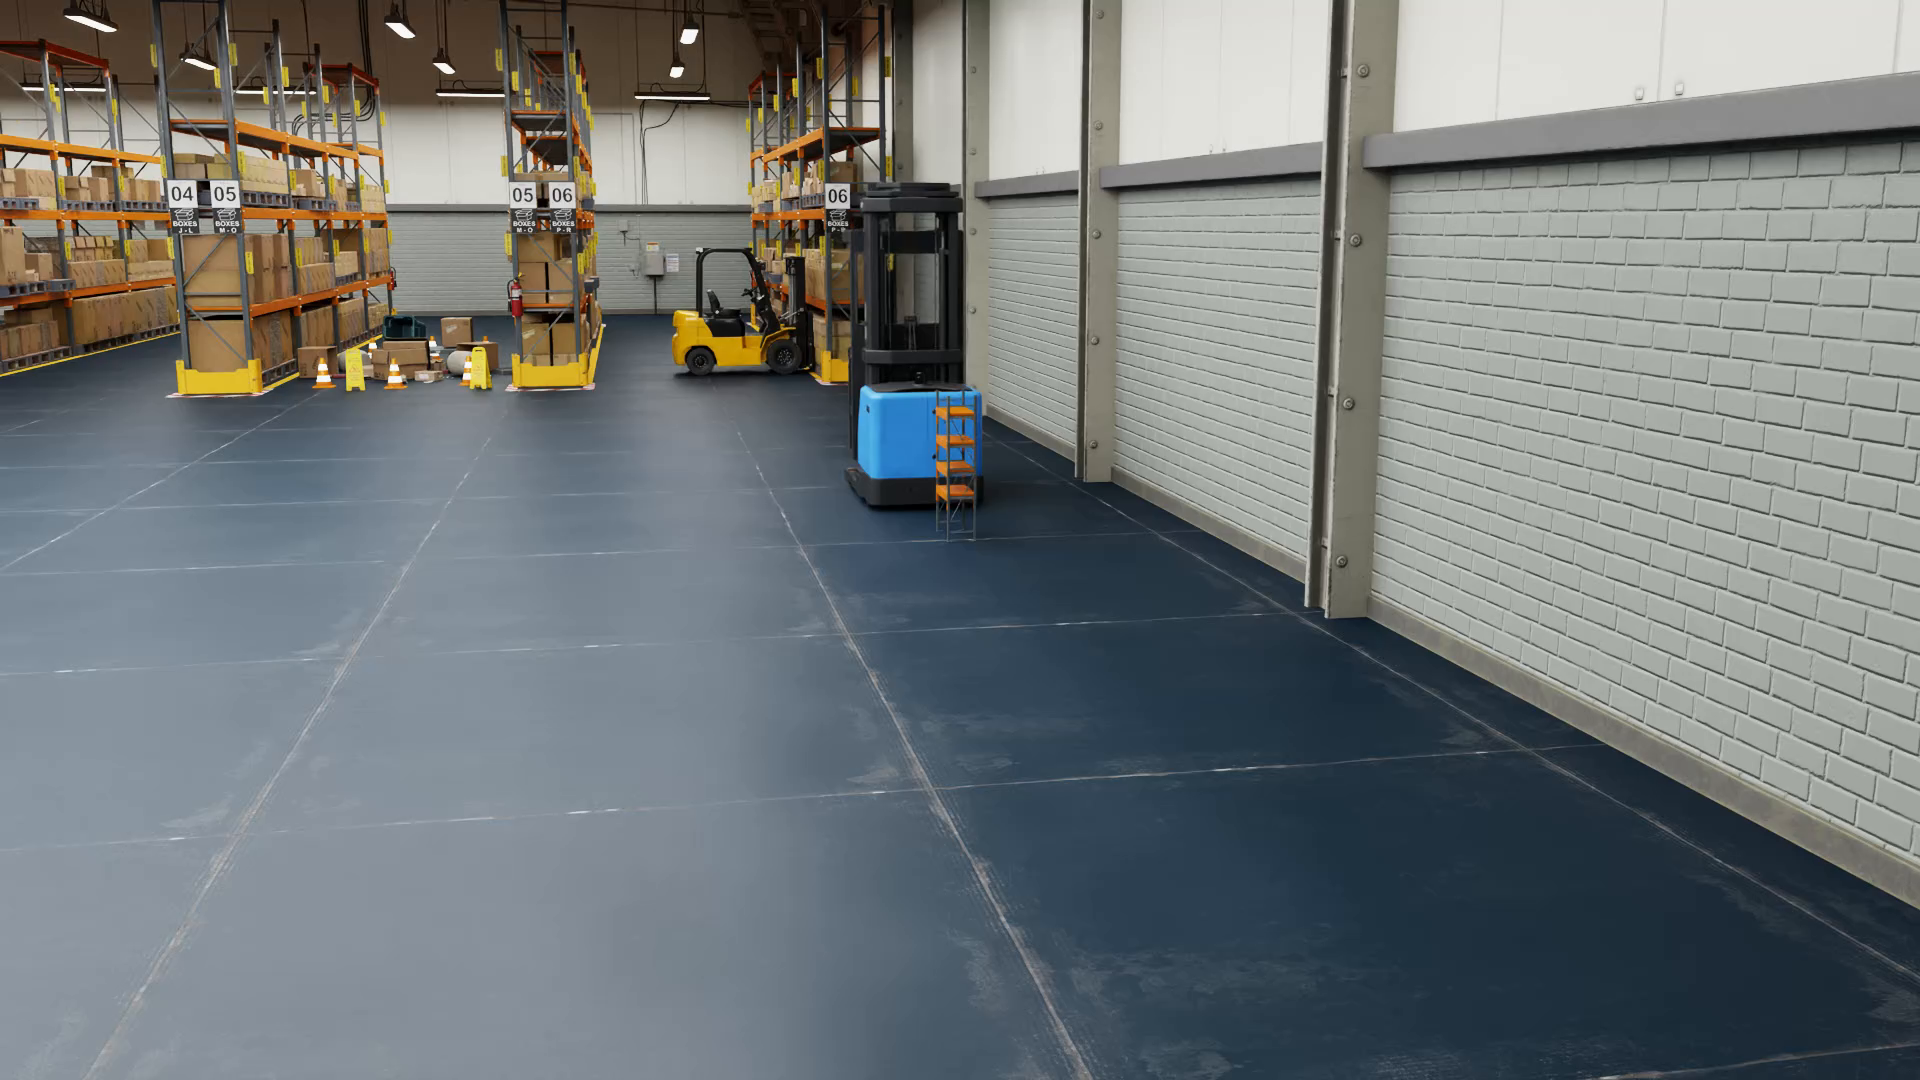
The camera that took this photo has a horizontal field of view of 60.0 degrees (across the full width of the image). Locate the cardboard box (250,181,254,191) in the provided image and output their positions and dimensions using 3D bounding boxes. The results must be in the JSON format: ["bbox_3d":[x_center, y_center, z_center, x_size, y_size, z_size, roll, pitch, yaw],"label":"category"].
[{"bbox_3d":[-11.265,-5.531,25.992,0.380,0.149,0.250,-2,11,-11],"label":"cardboard box"}]

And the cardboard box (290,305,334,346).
[{"bbox_3d":[-12.940,-4.212,32.695,1.050,0.750,0.750,-2,11,-12],"label":"cardboard box"}]

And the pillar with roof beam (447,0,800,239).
[{"bbox_3d":[-8.685,-10.390,44.219,9.100,9.000,0.548,-2,11,-11],"label":"pillar with roof beam"}]

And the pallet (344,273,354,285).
[{"bbox_3d":[-13.396,-5.493,35.045,1.003,0.211,1.213,-2,11,-11],"label":"pallet"}]

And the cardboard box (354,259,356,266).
[{"bbox_3d":[-13.425,-6.074,36.339,0.380,0.149,0.250,-2,11,-11],"label":"cardboard box"}]

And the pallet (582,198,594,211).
[{"bbox_3d":[-7.372,-6.189,30.669,1.213,0.211,1.003,-2,11,-11],"label":"pallet"}]

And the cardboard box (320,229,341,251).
[{"bbox_3d":[-14.105,-6.722,37.253,0.500,0.500,0.500,-3,11,-13],"label":"cardboard box"}]

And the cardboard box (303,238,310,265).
[{"bbox_3d":[-12.592,-5.402,31.117,0.700,0.500,0.500,-2,11,-12],"label":"cardboard box"}]

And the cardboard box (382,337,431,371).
[{"bbox_3d":[-9.594,-3.198,28.791,0.797,0.637,0.503,-2,11,-11],"label":"cardboard box"}]

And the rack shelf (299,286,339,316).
[{"bbox_3d":[-12.581,-4.505,31.268,1.077,0.370,4.000,-2,11,-11],"label":"rack shelf"}]

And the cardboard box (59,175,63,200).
[{"bbox_3d":[-18.045,-6.903,32.522,0.797,0.503,0.637,-1,11,-8],"label":"cardboard box"}]

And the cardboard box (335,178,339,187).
[{"bbox_3d":[-13.577,-7.401,35.139,0.797,0.503,0.637,-2,11,-12],"label":"cardboard box"}]

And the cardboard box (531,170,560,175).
[{"bbox_3d":[-7.594,-6.644,30.498,0.500,0.250,0.500,-2,11,-10],"label":"cardboard box"}]

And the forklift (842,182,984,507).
[{"bbox_3d":[-0.551,-1.973,16.225,1.130,2.935,3.031,-2,11,-10],"label":"forklift"}]

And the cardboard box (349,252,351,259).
[{"bbox_3d":[-22.184,-5.609,29.480,20.239,1.502,9.106,-2,11,-11],"label":"cardboard box"}]

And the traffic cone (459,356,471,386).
[{"bbox_3d":[-7.928,-2.742,26.867,0.336,0.463,0.334,-2,11,-11],"label":"traffic cone"}]

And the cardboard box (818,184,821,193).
[{"bbox_3d":[-2.169,-5.884,27.849,0.380,0.149,0.250,-2,11,-13],"label":"cardboard box"}]

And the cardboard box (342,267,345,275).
[{"bbox_3d":[-8.349,-5.563,36.592,10.380,0.949,1.816,-2,11,-10],"label":"cardboard box"}]

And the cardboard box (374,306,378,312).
[{"bbox_3d":[-13.891,-5.415,39.036,0.380,0.149,0.250,-2,11,-11],"label":"cardboard box"}]

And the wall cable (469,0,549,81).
[{"bbox_3d":[-12.591,-13.762,45.887,2.355,3.000,0.029,-2,11,-11],"label":"wall cable"}]

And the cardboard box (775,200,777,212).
[{"bbox_3d":[-3.703,-7.182,35.789,0.500,0.250,0.500,-2,11,-11],"label":"cardboard box"}]

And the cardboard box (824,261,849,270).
[{"bbox_3d":[-2.053,-4.559,27.625,0.380,0.149,0.250,-2,11,-10],"label":"cardboard box"}]

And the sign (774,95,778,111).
[{"bbox_3d":[-3.797,-9.028,34.354,0.100,0.325,0.005,-2,11,-11],"label":"sign"}]

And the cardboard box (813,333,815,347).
[{"bbox_3d":[-2.320,-3.503,28.973,0.500,0.250,0.500,-2,11,-12],"label":"cardboard box"}]

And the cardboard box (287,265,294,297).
[{"bbox_3d":[-12.109,-4.498,28.906,0.875,0.550,0.550,-2,11,-11],"label":"cardboard box"}]

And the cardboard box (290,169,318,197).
[{"bbox_3d":[-12.358,-6.695,31.168,0.500,0.500,0.500,-2,11,-11],"label":"cardboard box"}]

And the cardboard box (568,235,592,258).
[{"bbox_3d":[-8.471,-6.530,37.043,0.500,0.500,0.500,-2,11,-10],"label":"cardboard box"}]

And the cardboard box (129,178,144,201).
[{"bbox_3d":[-18.907,-7.916,37.586,0.700,0.500,0.500,-2,11,-9],"label":"cardboard box"}]

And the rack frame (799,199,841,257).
[{"bbox_3d":[-2.488,-4.871,31.268,1.000,3.000,0.127,-2,11,-11],"label":"rack frame"}]

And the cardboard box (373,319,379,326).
[{"bbox_3d":[-13.796,-5.080,38.864,0.380,0.149,0.250,-2,11,-13],"label":"cardboard box"}]

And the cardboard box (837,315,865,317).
[{"bbox_3d":[-1.899,-3.857,29.497,0.500,0.250,0.500,-2,11,-12],"label":"cardboard box"}]

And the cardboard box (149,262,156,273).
[{"bbox_3d":[-18.754,-6.242,38.076,0.500,0.250,0.500,-2,11,-11],"label":"cardboard box"}]

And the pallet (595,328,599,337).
[{"bbox_3d":[-8.689,-4.649,37.557,1.003,0.211,1.213,-2,11,-11],"label":"pallet"}]

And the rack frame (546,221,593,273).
[{"bbox_3d":[-8.913,-6.158,38.025,1.000,3.000,0.127,-2,11,-11],"label":"rack frame"}]

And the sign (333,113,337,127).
[{"bbox_3d":[-15.059,-10.118,40.077,0.100,0.325,0.005,-2,11,-11],"label":"sign"}]

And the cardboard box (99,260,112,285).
[{"bbox_3d":[-18.077,-5.584,34.744,0.500,0.500,0.500,-2,11,-12],"label":"cardboard box"}]

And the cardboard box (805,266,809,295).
[{"bbox_3d":[-2.541,-4.735,30.283,0.500,0.500,0.500,-2,11,-10],"label":"cardboard box"}]

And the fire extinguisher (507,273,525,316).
[{"bbox_3d":[-7.008,-3.881,26.271,0.296,0.674,0.183,-2,11,-11],"label":"fire extinguisher"}]

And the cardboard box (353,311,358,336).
[{"bbox_3d":[-13.162,-4.622,35.522,0.500,0.500,0.500,-2,11,-12],"label":"cardboard box"}]

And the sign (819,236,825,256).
[{"bbox_3d":[-2.245,-4.806,27.193,0.100,0.325,0.005,-2,11,-11],"label":"sign"}]

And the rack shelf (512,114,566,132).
[{"bbox_3d":[-6.968,-6.986,27.882,0.831,0.071,3.687,-2,11,-11],"label":"rack shelf"}]

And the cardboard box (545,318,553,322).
[{"bbox_3d":[-7.186,-3.506,28.322,0.500,0.500,0.500,-2,11,-12],"label":"cardboard box"}]

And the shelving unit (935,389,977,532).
[{"bbox_3d":[-0.033,-0.621,13.749,0.258,1.200,0.492,-2,11,-11],"label":"shelving unit"}]

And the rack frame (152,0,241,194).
[{"bbox_3d":[-11.414,-6.705,24.858,1.000,3.000,0.127,-2,11,-11],"label":"rack frame"}]

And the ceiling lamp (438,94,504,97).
[{"bbox_3d":[-12.640,-11.612,43.433,1.941,0.041,0.237,-2,11,-11],"label":"ceiling lamp"}]

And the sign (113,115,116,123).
[{"bbox_3d":[-19.957,-9.995,39.223,0.100,0.325,0.005,-2,11,-11],"label":"sign"}]

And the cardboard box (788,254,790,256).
[{"bbox_3d":[-3.302,-5.761,33.940,0.380,0.149,0.250,-2,11,-10],"label":"cardboard box"}]

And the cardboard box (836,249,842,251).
[{"bbox_3d":[-2.057,-5.242,30.418,0.380,0.149,0.250,-2,11,-12],"label":"cardboard box"}]

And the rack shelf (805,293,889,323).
[{"bbox_3d":[-2.099,-4.151,29.408,1.077,0.370,4.000,-2,11,-11],"label":"rack shelf"}]

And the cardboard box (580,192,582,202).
[{"bbox_3d":[-7.006,-6.165,29.647,0.500,0.250,0.500,-2,11,-12],"label":"cardboard box"}]

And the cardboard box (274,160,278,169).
[{"bbox_3d":[-11.663,-6.295,27.875,0.380,0.149,0.250,-2,11,-10],"label":"cardboard box"}]

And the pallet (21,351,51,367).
[{"bbox_3d":[-17.471,-3.327,30.612,1.003,0.211,1.213,-2,11,-11],"label":"pallet"}]
